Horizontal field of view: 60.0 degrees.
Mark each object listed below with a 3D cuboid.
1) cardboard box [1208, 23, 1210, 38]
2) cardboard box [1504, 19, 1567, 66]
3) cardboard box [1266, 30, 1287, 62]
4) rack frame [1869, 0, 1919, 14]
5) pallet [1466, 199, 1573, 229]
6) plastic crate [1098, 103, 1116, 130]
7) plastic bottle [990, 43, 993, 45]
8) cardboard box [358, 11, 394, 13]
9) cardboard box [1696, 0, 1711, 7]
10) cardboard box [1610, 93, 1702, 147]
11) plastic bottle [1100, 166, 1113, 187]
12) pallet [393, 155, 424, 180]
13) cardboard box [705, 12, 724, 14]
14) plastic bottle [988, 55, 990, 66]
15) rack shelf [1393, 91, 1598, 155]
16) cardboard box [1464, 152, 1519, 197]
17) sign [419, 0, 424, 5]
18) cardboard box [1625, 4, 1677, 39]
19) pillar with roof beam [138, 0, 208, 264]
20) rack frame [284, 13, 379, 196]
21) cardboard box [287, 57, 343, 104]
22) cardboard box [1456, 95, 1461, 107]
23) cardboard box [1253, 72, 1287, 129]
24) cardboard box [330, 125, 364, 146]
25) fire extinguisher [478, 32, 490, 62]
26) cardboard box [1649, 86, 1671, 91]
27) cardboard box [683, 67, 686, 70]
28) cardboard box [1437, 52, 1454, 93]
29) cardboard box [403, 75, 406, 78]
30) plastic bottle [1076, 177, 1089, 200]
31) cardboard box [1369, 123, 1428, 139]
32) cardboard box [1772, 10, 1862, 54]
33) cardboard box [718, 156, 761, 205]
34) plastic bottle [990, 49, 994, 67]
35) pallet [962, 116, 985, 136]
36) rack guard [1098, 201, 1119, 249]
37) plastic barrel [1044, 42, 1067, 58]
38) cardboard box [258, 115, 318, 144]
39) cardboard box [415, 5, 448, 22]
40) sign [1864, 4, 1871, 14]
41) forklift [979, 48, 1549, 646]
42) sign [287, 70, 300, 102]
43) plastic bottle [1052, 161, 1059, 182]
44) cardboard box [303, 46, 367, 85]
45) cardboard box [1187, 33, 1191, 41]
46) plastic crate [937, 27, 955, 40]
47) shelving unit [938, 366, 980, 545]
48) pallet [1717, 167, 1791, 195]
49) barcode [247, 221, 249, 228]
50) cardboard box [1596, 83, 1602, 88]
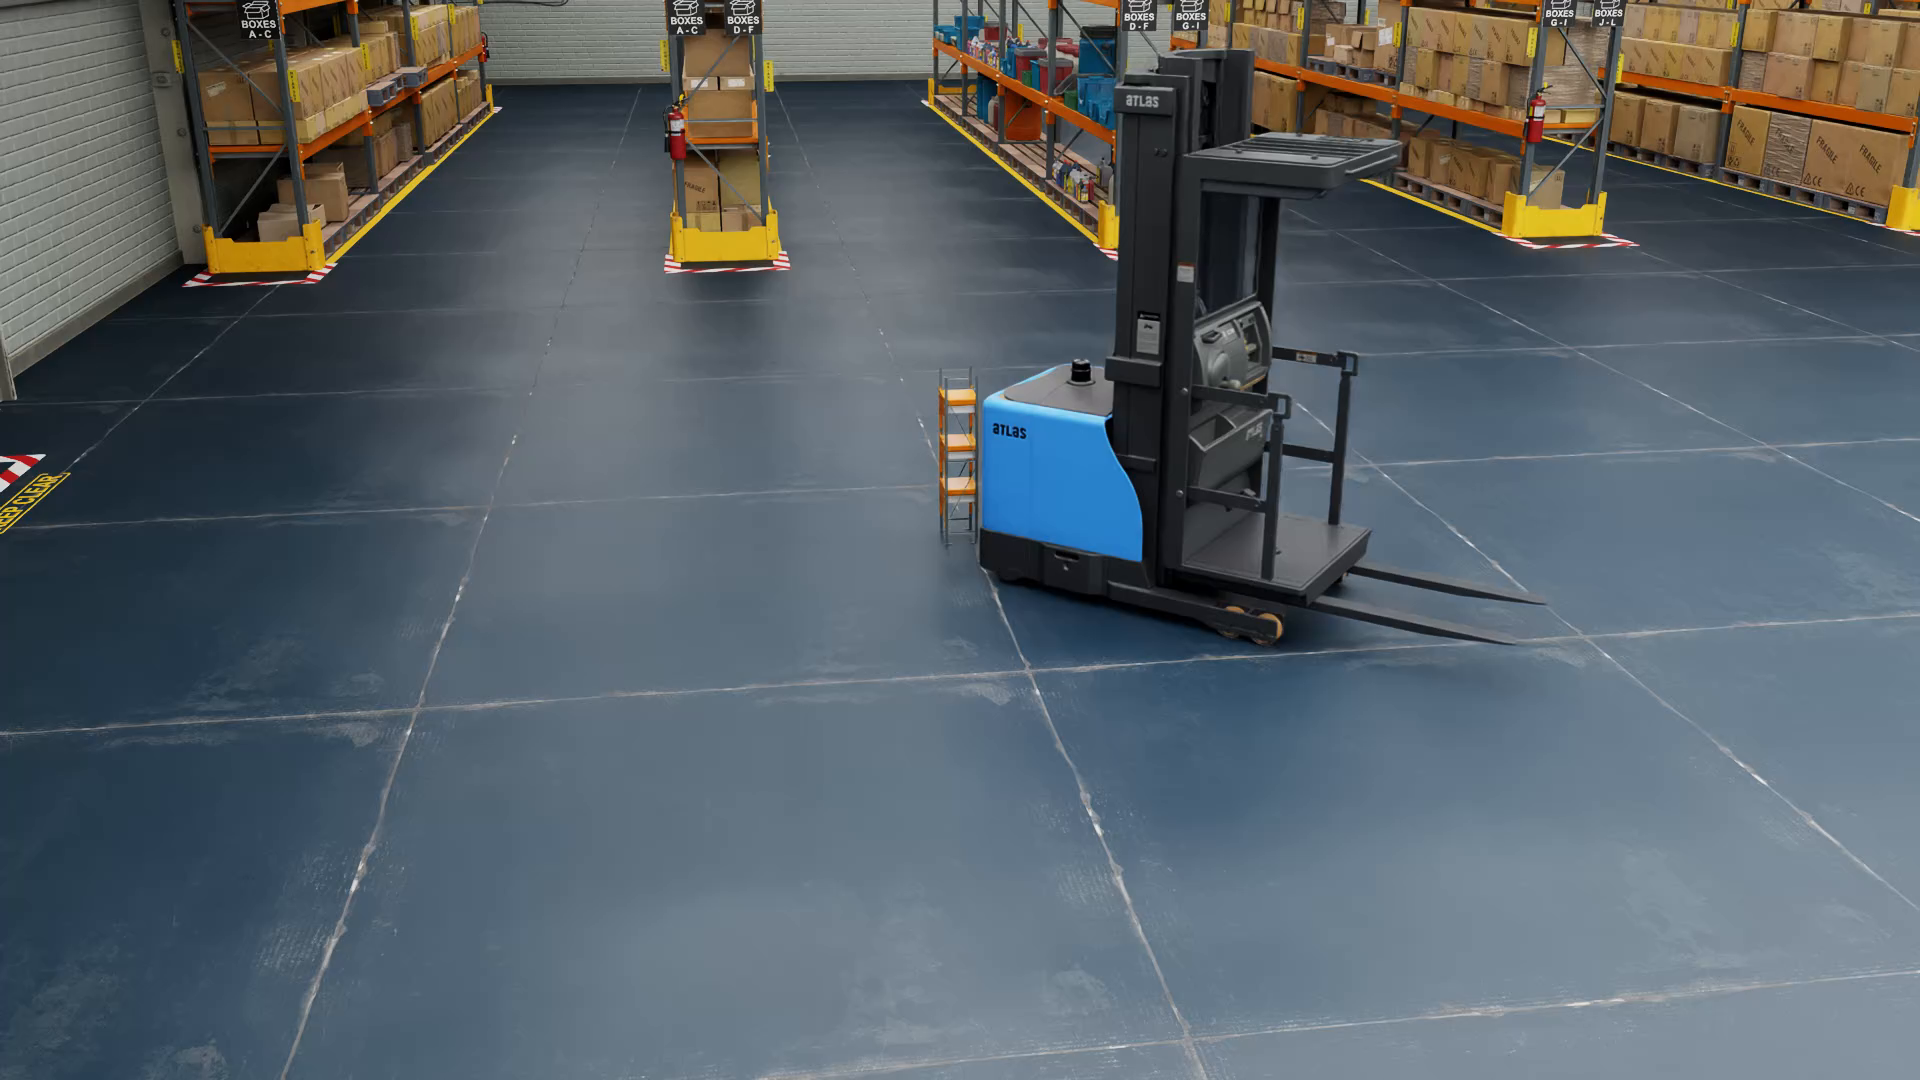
[{"bbox_3d":[4.965,-9.805,31.969,0.500,0.250,0.500,-2,21,-7],"label":"cardboard box"},{"bbox_3d":[6.845,-5.918,19.777,0.500,0.500,0.500,-3,21,-8],"label":"cardboard box"},{"bbox_3d":[5.555,-8.413,28.311,0.500,0.500,0.500,-4,21,-10],"label":"cardboard box"},{"bbox_3d":[15.822,-8.355,28.299,1.000,3.000,0.127,-3,21,-8],"label":"rack frame"},{"bbox_3d":[7.076,-4.088,20.861,1.003,0.211,1.213,-3,21,-8],"label":"pallet"},{"bbox_3d":[1.899,-4.924,19.325,0.499,0.251,0.616,-3,21,-8],"label":"plastic crate"},{"bbox_3d":[0.512,-8.440,28.703,0.152,0.276,0.135,-3,21,-8],"label":"plastic bottle"},{"bbox_3d":[-9.153,-8.154,26.092,0.500,0.250,0.500,-3,21,-9],"label":"cardboard box"},{"bbox_3d":[14.839,-10.581,32.686,0.500,0.500,0.500,-3,21,-9],"label":"cardboard box"},{"bbox_3d":[11.067,-6.695,26.470,1.050,0.750,0.750,-3,21,-7],"label":"cardboard box"},{"bbox_3d":[1.954,-4.860,22.204,0.152,0.276,0.135,-3,21,-8],"label":"plastic bottle"},{"bbox_3d":[-8.578,-5.529,24.717,1.003,0.211,1.213,-3,21,-8],"label":"pallet"},{"bbox_3d":[-3.141,-6.473,21.263,0.700,0.500,0.500,-3,21,-7],"label":"cardboard box"},{"bbox_3d":[0.518,-7.954,27.509,0.097,0.201,0.097,0,20,0],"label":"plastic bottle"},{"bbox_3d":[6.881,-5.441,21.524,1.077,0.370,4.000,-3,21,-8],"label":"rack shelf"},{"bbox_3d":[6.904,-4.751,21.622,0.500,0.500,0.500,-1,21,-3],"label":"cardboard box"},{"bbox_3d":[-10.392,-10.292,32.135,0.100,0.325,0.005,-3,21,-8],"label":"sign"},{"bbox_3d":[11.068,-8.255,26.458,0.700,0.500,0.500,-3,21,-9],"label":"cardboard box"},{"bbox_3d":[-4.233,-7.562,17.602,9.100,9.000,0.400,-3,21,-8],"label":"pillar with roof beam"},{"bbox_3d":[-8.113,-5.721,21.246,1.000,3.000,0.127,-3,21,-8],"label":"rack frame"},{"bbox_3d":[-7.523,-5.336,19.329,0.500,0.500,0.500,-2,21,-6],"label":"cardboard box"},{"bbox_3d":[6.636,-5.660,21.442,0.380,0.149,0.250,-3,21,-8],"label":"cardboard box"},{"bbox_3d":[5.816,-7.606,28.729,1.225,0.875,0.875,-3,21,-8],"label":"cardboard box"},{"bbox_3d":[-8.302,-5.513,22.563,0.500,0.250,0.500,-3,21,-9],"label":"cardboard box"},{"bbox_3d":[-9.407,-9.740,32.651,0.296,0.674,0.183,-3,21,-8],"label":"fire extinguisher"},{"bbox_3d":[15.003,-9.581,34.644,0.875,0.438,0.875,-2,21,-6],"label":"cardboard box"},{"bbox_3d":[-3.027,-5.418,19.364,0.380,0.149,0.250,-2,21,-6],"label":"cardboard box"},{"bbox_3d":[6.805,-6.155,21.839,0.875,0.500,0.500,-3,21,-8],"label":"cardboard box"},{"bbox_3d":[-8.507,-7.123,25.331,0.380,0.149,0.250,-3,21,-9],"label":"cardboard box"},{"bbox_3d":[1.560,-4.468,21.156,0.152,0.276,0.135,-3,21,-7],"label":"plastic bottle"},{"bbox_3d":[6.475,-5.885,24.630,0.700,0.500,0.500,-3,21,-8],"label":"cardboard box"},{"bbox_3d":[11.729,-6.947,22.773,0.875,0.550,0.550,-3,21,-8],"label":"cardboard box"},{"bbox_3d":[-2.566,-4.217,19.477,0.500,0.500,0.500,-3,21,-8],"label":"cardboard box"},{"bbox_3d":[0.546,-7.919,27.316,0.097,0.271,0.097,0,20,0],"label":"plastic bottle"},{"bbox_3d":[0.608,-7.415,29.767,1.003,0.211,1.213,-3,21,-8],"label":"pallet"},{"bbox_3d":[2.210,-3.688,19.377,1.175,0.500,0.348,-3,21,-8],"label":"rack guard"},{"bbox_3d":[1.474,-7.312,25.347,0.421,0.512,0.421,0,20,0],"label":"plastic barrel"},{"bbox_3d":[-7.292,-4.460,18.056,0.500,0.250,0.500,-4,21,-9],"label":"cardboard box"},{"bbox_3d":[-8.945,-8.889,28.059,0.500,0.250,0.500,-2,21,-6],"label":"cardboard box"},{"bbox_3d":[15.273,-8.868,28.018,0.100,0.325,0.005,-3,21,-8],"label":"sign"},{"bbox_3d":[1.634,-1.030,8.785,3.031,2.935,1.130,12,24,30],"label":"forklift"},{"bbox_3d":[-6.999,-4.769,17.460,0.100,0.325,0.005,-3,21,-8],"label":"sign"},{"bbox_3d":[1.303,-5.016,22.630,0.097,0.271,0.097,0,20,0],"label":"plastic bottle"},{"bbox_3d":[-8.152,-6.152,21.628,0.700,0.500,0.500,-3,21,-8],"label":"cardboard box"},{"bbox_3d":[4.737,-10.012,33.095,0.380,0.149,0.250,-3,21,-9],"label":"cardboard box"},{"bbox_3d":[-0.234,-9.995,32.843,0.416,0.233,0.300,-3,21,-8],"label":"plastic crate"},{"bbox_3d":[-0.008,-0.510,10.082,0.215,1.050,0.252,-3,21,-8],"label":"shelving unit"},{"bbox_3d":[11.547,-5.112,23.601,1.003,0.211,1.213,-3,21,-8],"label":"pallet"},{"bbox_3d":[-7.945,-3.517,18.546,0.001,0.075,0.075,-3,21,-8],"label":"barcode"},{"bbox_3d":[10.580,-7.671,28.368,0.500,0.250,0.500,-3,21,-9],"label":"cardboard box"}]
